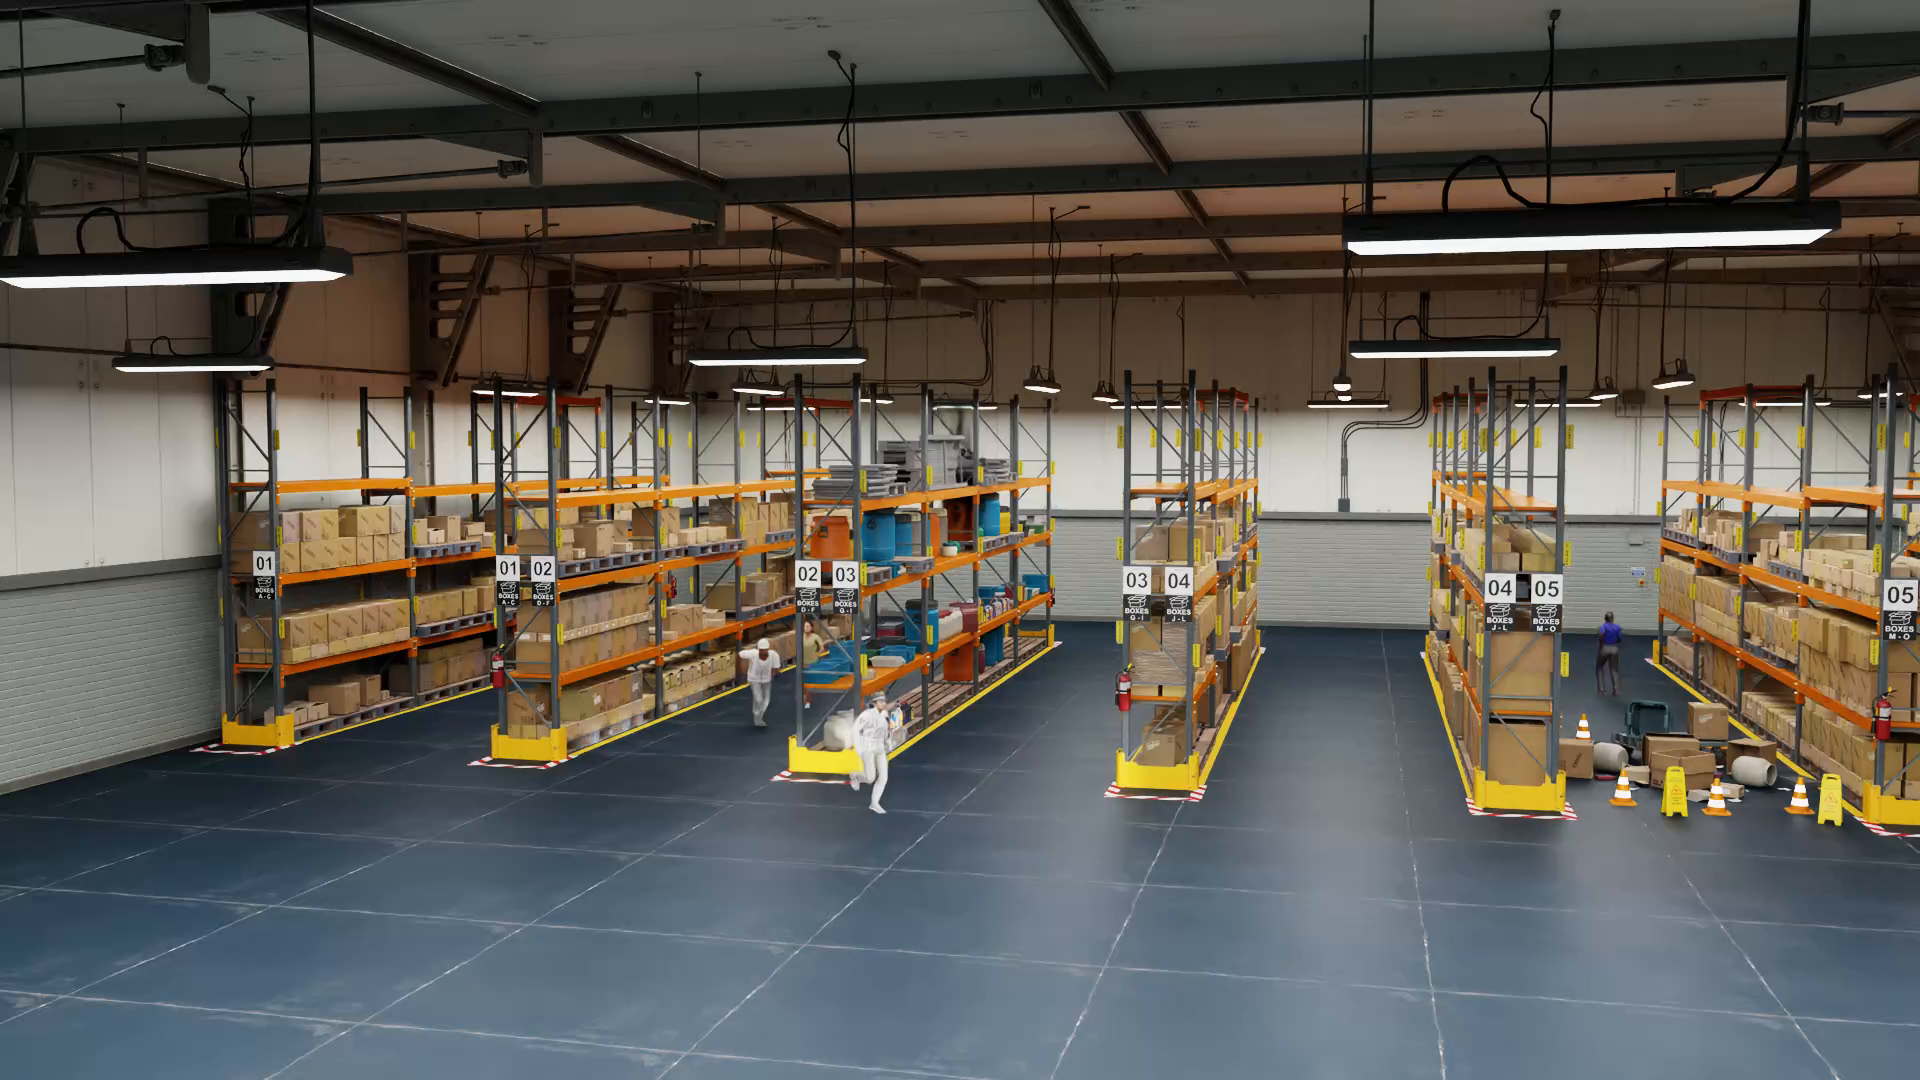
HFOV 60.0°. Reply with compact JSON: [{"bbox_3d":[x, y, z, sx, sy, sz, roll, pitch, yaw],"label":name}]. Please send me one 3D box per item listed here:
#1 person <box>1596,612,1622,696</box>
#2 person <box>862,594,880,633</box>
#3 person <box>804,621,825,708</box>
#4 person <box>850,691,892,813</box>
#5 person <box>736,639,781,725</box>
[{"bbox_3d":[12.623,2.251,32.344,0.500,1.694,0.799,0,3,4],"label":"person"},{"bbox_3d":[-2.326,1.559,42.844,0.638,1.748,0.633,-3,4,-38],"label":"person"},{"bbox_3d":[-2.822,2.323,31.132,0.570,1.637,0.564,0,3,7],"label":"person"},{"bbox_3d":[-1.224,2.851,22.579,0.640,1.664,0.711,-3,5,-42],"label":"person"},{"bbox_3d":[-3.495,2.472,28.806,0.739,1.579,0.899,-1,4,-18],"label":"person"}]
